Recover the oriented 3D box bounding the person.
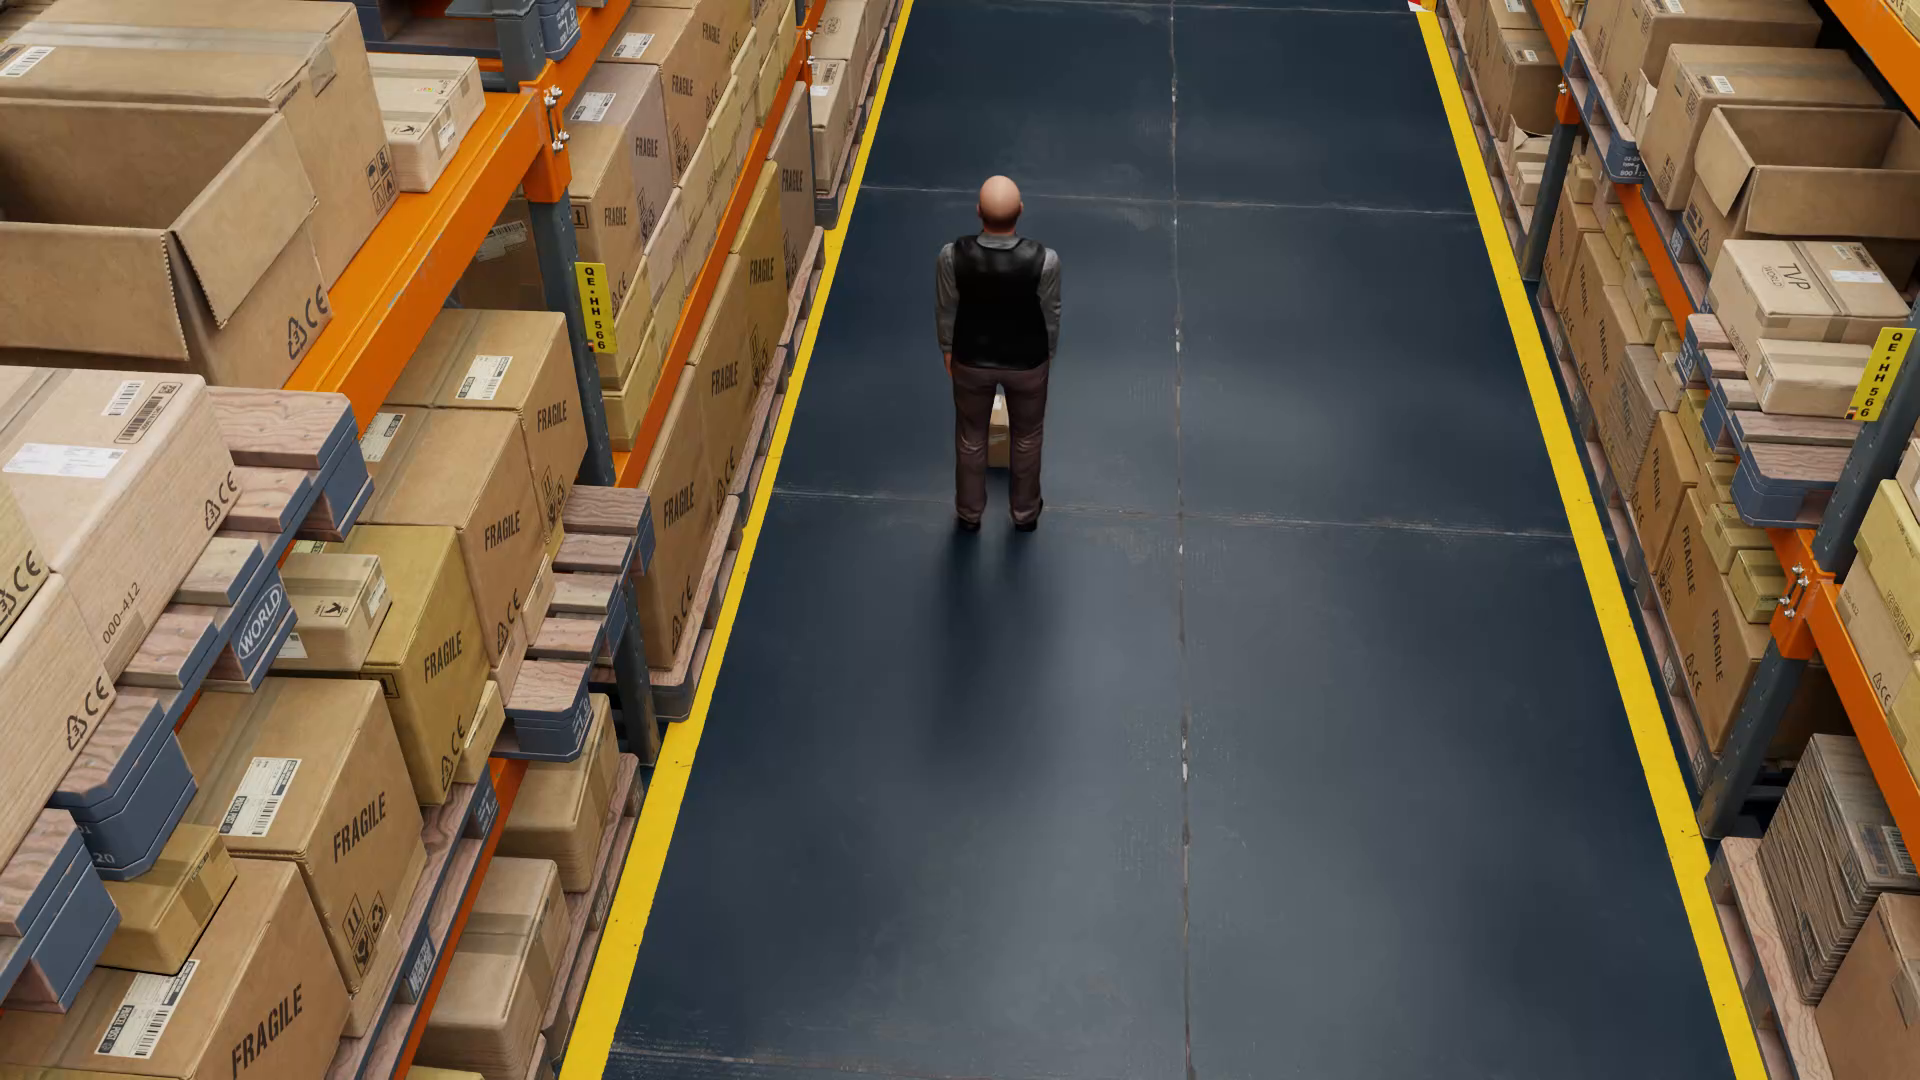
[{"bbox_3d":[0.159,-0.774,7.121,0.531,1.732,0.359,4,40,5],"label":"person"}]
